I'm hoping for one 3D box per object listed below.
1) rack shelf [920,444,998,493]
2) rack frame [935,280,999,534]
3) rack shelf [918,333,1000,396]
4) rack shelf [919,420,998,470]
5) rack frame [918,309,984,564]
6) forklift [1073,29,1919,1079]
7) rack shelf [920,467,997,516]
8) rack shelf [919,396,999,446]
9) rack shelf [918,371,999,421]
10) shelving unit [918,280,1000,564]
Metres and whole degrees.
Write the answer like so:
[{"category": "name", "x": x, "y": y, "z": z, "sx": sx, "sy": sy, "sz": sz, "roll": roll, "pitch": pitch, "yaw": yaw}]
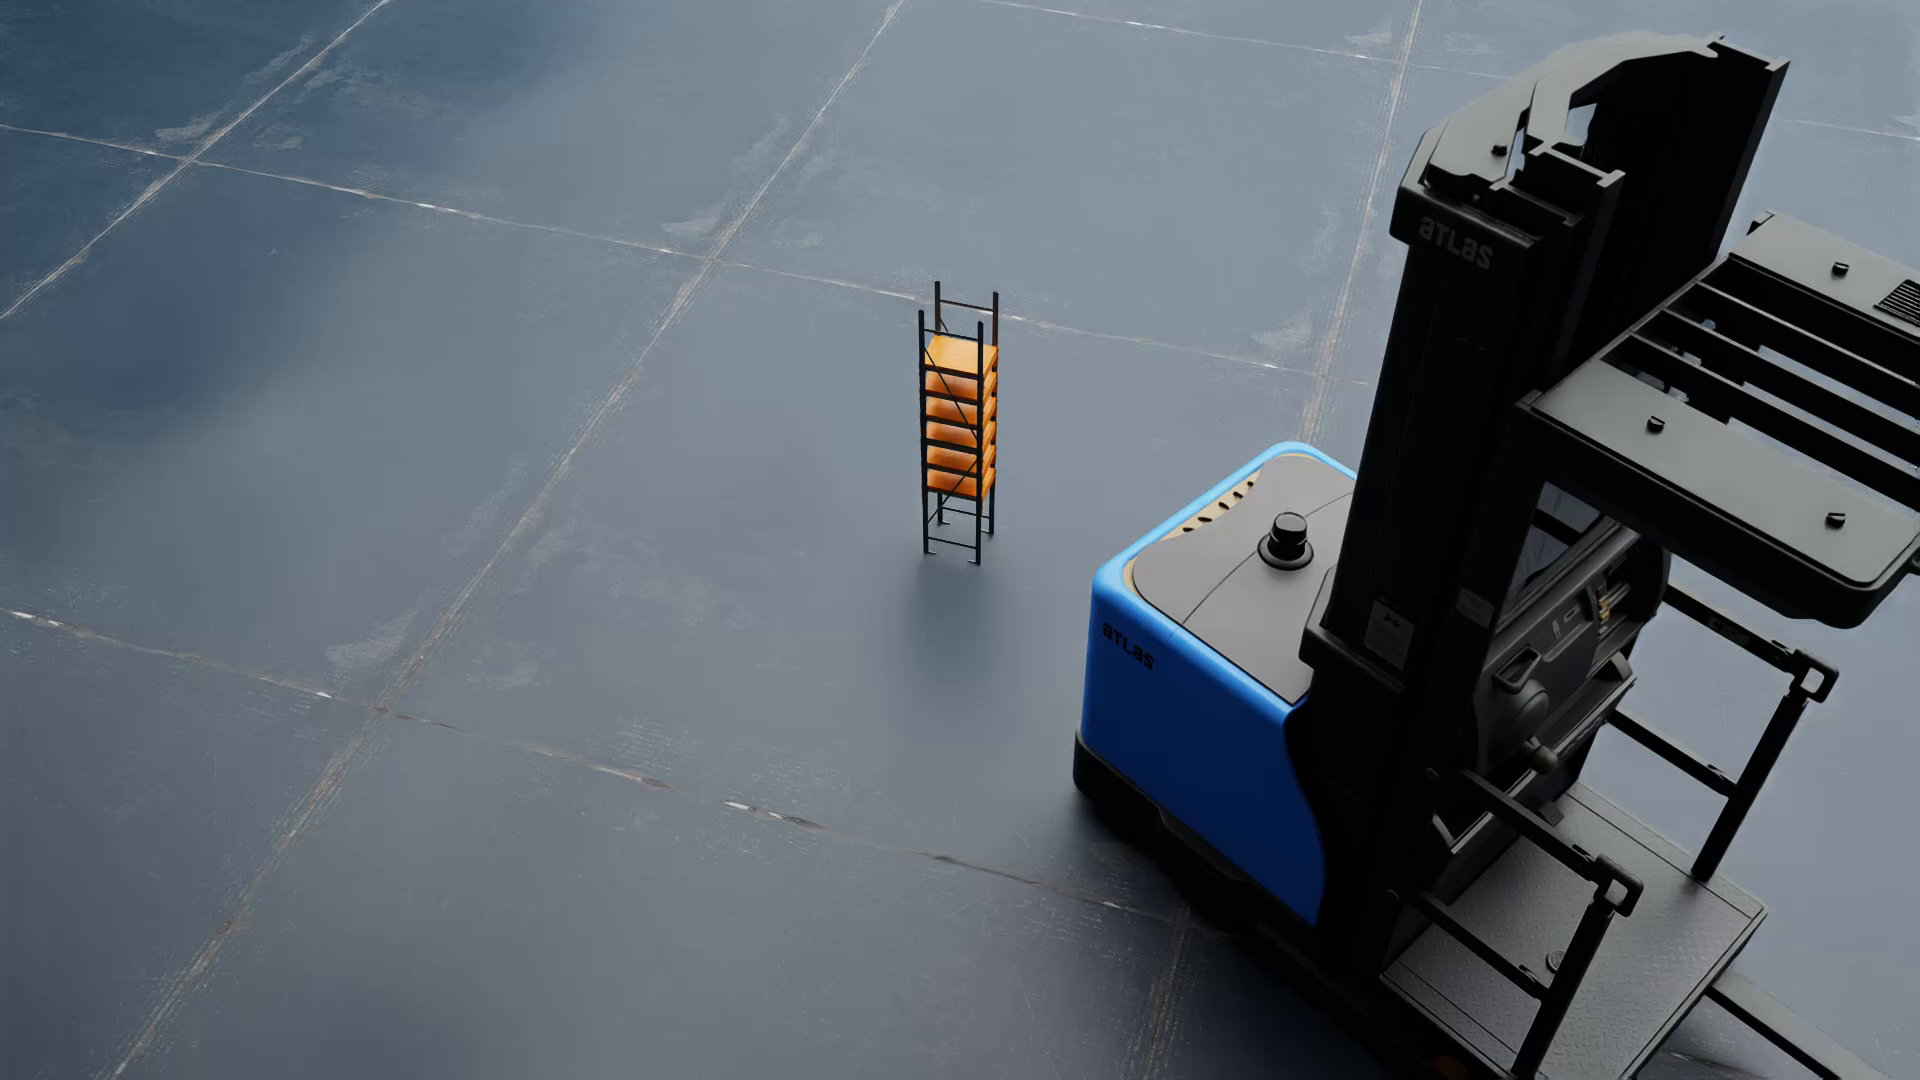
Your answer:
[{"category": "rack shelf", "x": -0.004, "y": -0.302, "z": 6.436, "sx": 0.258, "sy": 0.103, "sz": 0.180, "roll": 13, "pitch": 46, "yaw": 12}, {"category": "rack frame", "x": 0.023, "y": -0.480, "z": 6.383, "sx": 0.240, "sy": 1.200, "sz": 0.006, "roll": 13, "pitch": 46, "yaw": 12}, {"category": "rack shelf", "x": -0.004, "y": -0.645, "z": 6.100, "sx": 0.258, "sy": 0.103, "sz": 0.180, "roll": 13, "pitch": 46, "yaw": 12}, {"category": "rack shelf", "x": -0.004, "y": -0.387, "z": 6.352, "sx": 0.258, "sy": 0.103, "sz": 0.180, "roll": 13, "pitch": 46, "yaw": 12}, {"category": "rack frame", "x": -0.032, "y": -0.358, "z": 6.258, "sx": 0.240, "sy": 1.200, "sz": 0.006, "roll": 13, "pitch": 46, "yaw": 12}, {"category": "forklift", "x": 1.766, "y": 0.347, "z": 4.299, "sx": 1.130, "sy": 2.935, "sz": 3.031, "roll": -33, "pitch": 53, "yaw": -29}, {"category": "rack shelf", "x": -0.004, "y": -0.216, "z": 6.519, "sx": 0.258, "sy": 0.103, "sz": 0.180, "roll": 13, "pitch": 46, "yaw": 12}, {"category": "rack shelf", "x": -0.004, "y": -0.473, "z": 6.268, "sx": 0.258, "sy": 0.103, "sz": 0.180, "roll": 13, "pitch": 46, "yaw": 12}, {"category": "rack shelf", "x": -0.004, "y": -0.559, "z": 6.184, "sx": 0.258, "sy": 0.103, "sz": 0.180, "roll": 13, "pitch": 46, "yaw": 12}, {"category": "shelving unit", "x": -0.004, "y": -0.419, "z": 6.321, "sx": 0.258, "sy": 1.200, "sz": 0.189, "roll": 13, "pitch": 46, "yaw": 12}]
